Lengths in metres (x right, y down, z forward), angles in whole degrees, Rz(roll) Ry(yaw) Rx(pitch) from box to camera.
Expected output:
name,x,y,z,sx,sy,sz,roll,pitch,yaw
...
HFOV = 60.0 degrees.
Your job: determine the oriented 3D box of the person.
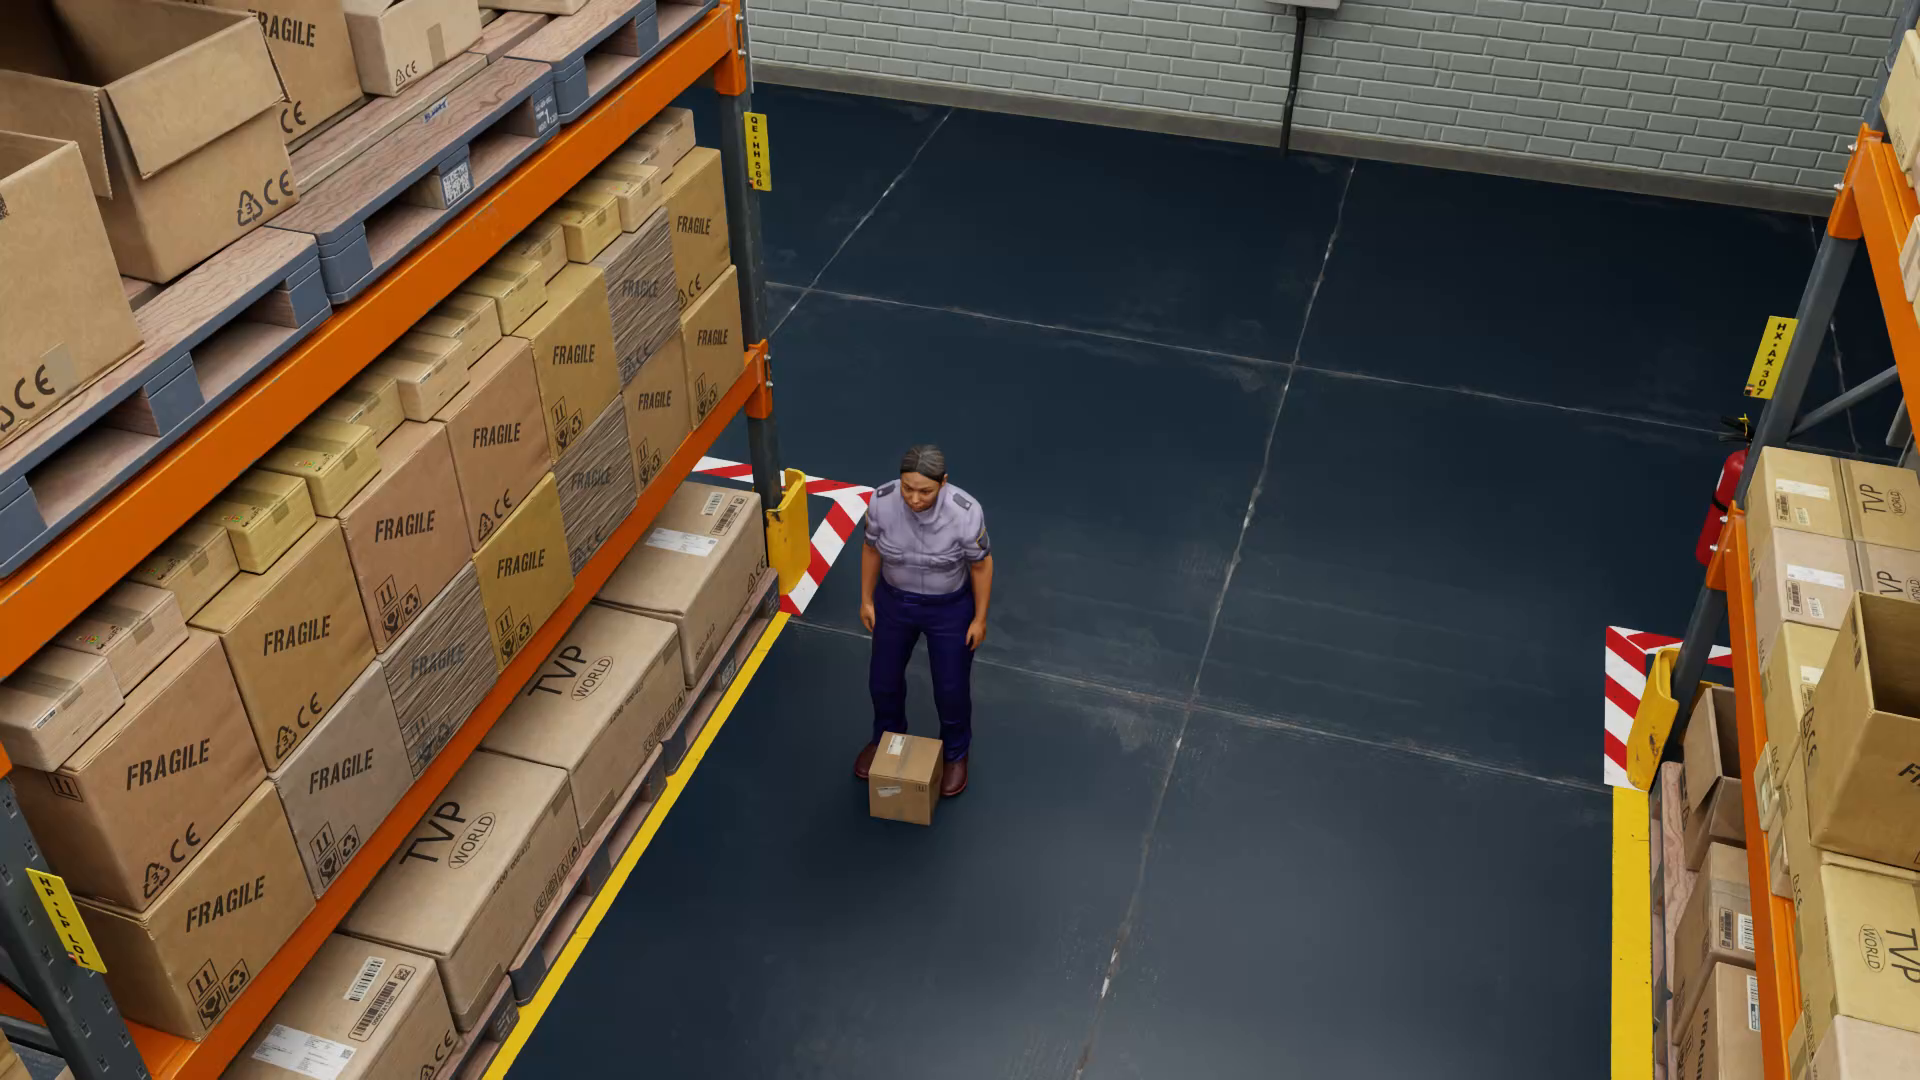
name,x,y,z,sx,sy,sz,roll,pitch,yaw
person,-0.151,0.279,6.531,0.549,1.650,0.374,9,38,12
